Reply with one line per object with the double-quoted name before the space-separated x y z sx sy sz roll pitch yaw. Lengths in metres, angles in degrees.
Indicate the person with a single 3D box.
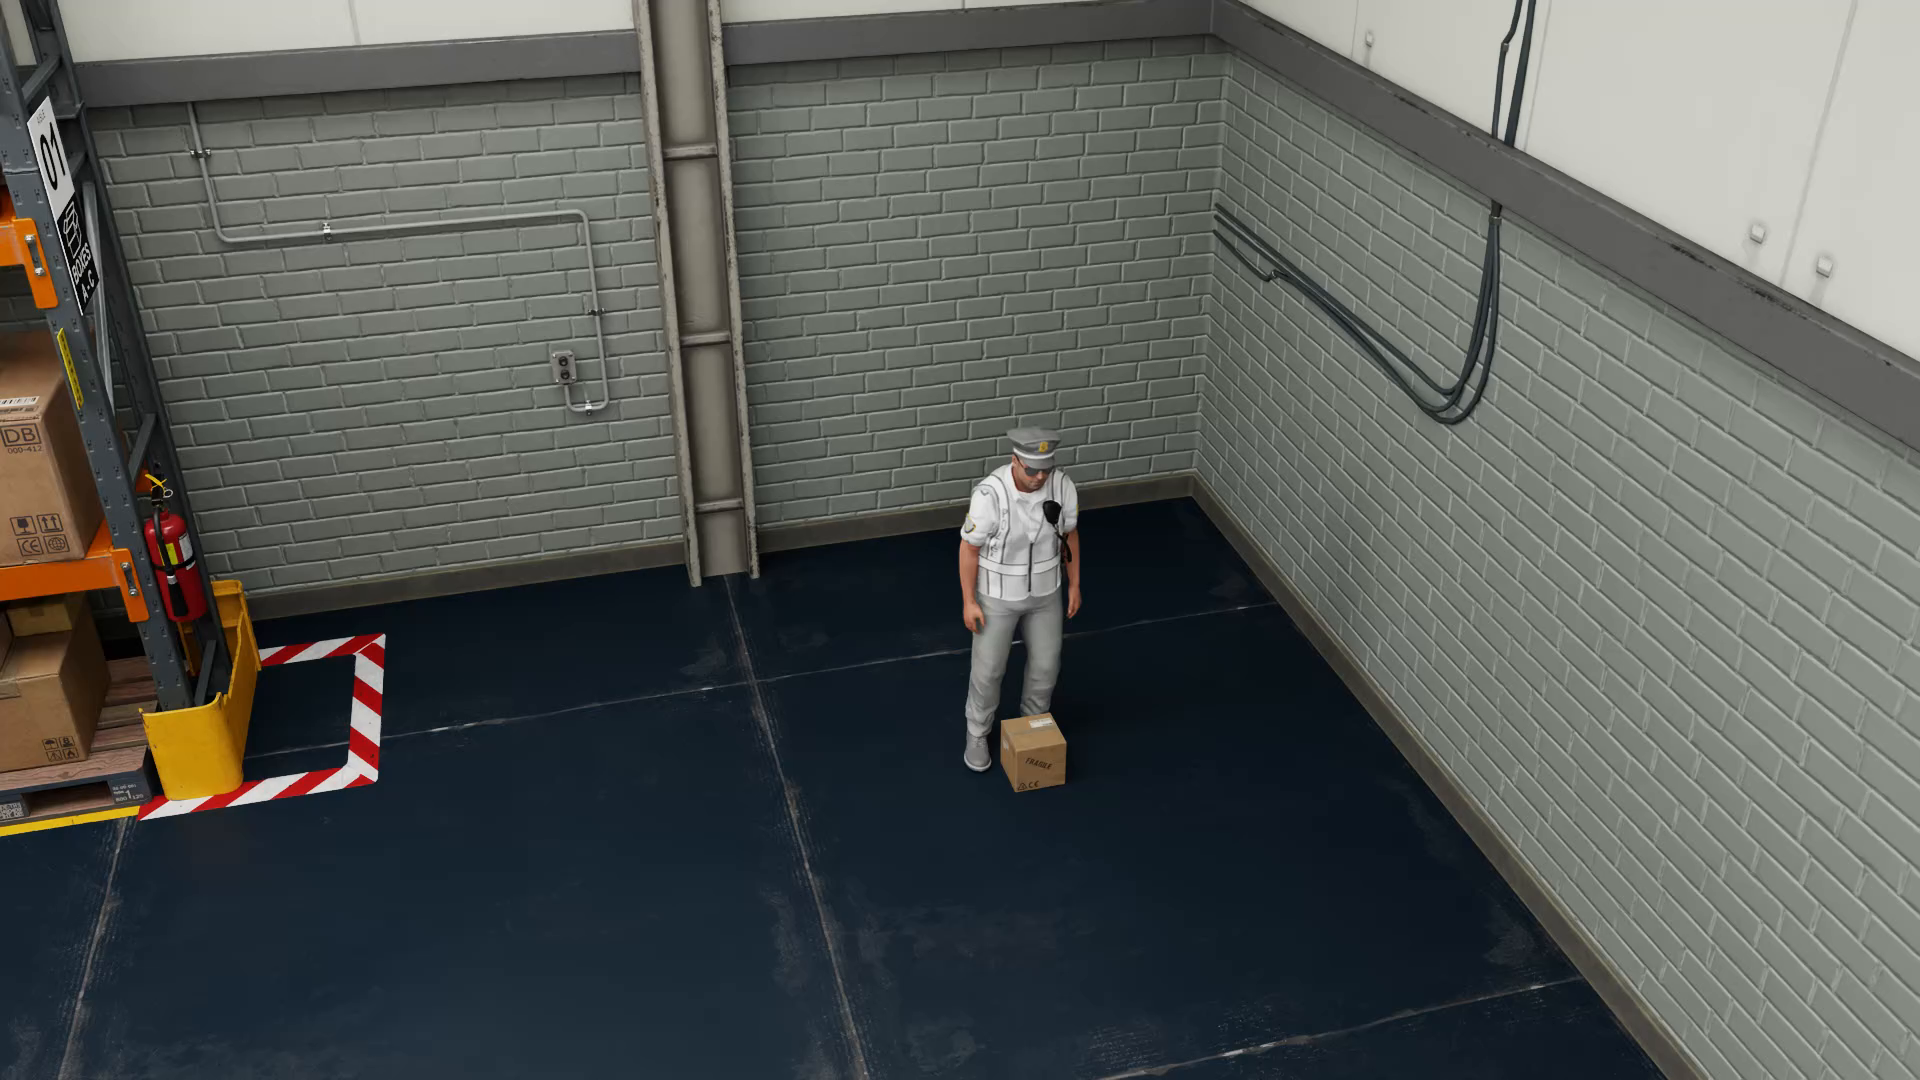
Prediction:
"person" 0.277 0.237 7.823 0.600 1.749 0.433 -9 31 -15
